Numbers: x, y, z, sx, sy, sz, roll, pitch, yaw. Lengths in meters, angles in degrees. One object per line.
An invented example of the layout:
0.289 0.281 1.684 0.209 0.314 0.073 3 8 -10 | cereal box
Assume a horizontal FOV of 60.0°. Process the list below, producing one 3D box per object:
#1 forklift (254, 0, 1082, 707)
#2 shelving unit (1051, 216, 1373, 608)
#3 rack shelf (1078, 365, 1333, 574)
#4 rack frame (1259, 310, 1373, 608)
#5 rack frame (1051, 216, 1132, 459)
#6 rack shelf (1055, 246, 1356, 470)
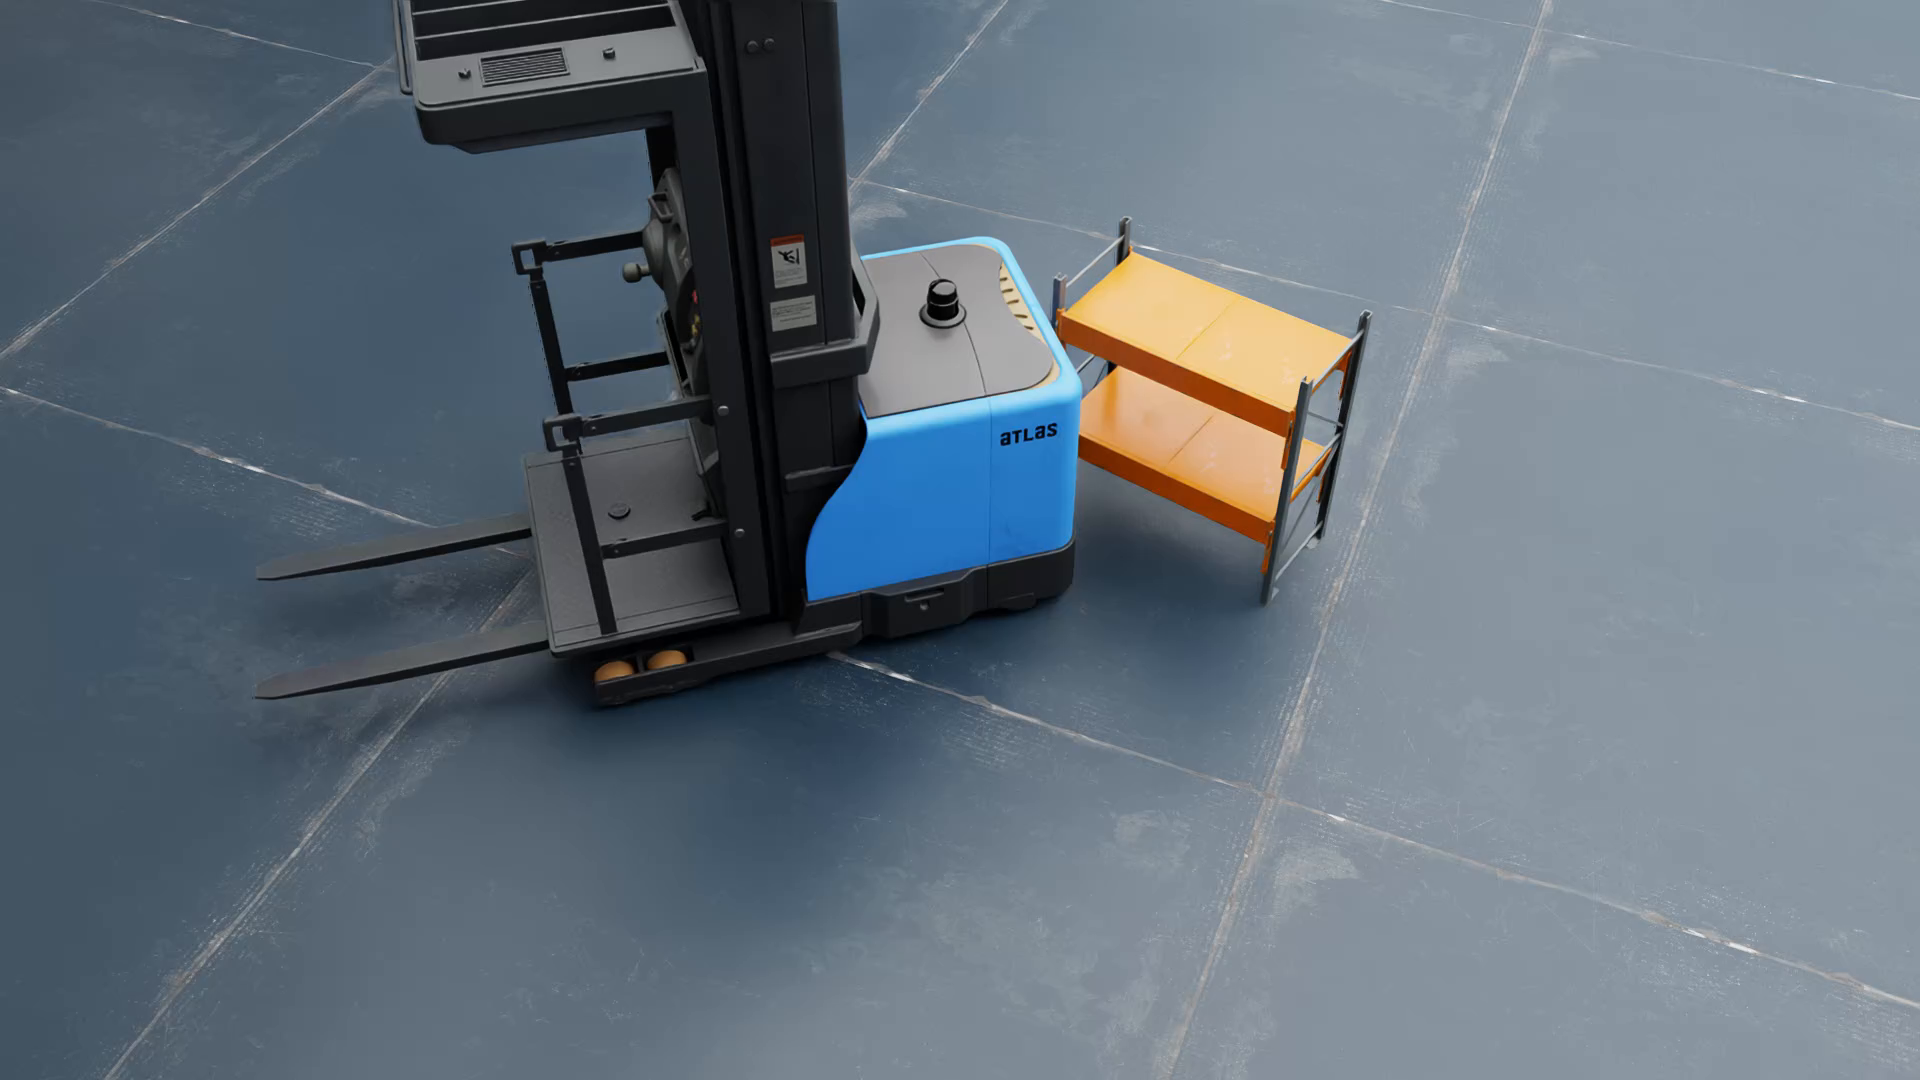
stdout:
-1.133 -0.849 5.525 3.031 2.935 1.130 -12 46 -11 | forklift
0.915 -0.494 6.449 1.048 1.125 0.538 27 51 25 | shelving unit
0.915 -0.320 6.621 1.000 0.278 0.538 27 51 25 | rack shelf
1.327 -0.283 6.237 0.032 1.125 0.500 27 51 25 | rack frame
0.504 -0.704 6.660 0.032 1.125 0.500 27 51 25 | rack frame
0.915 -0.701 6.242 1.000 0.278 0.538 27 51 25 | rack shelf
